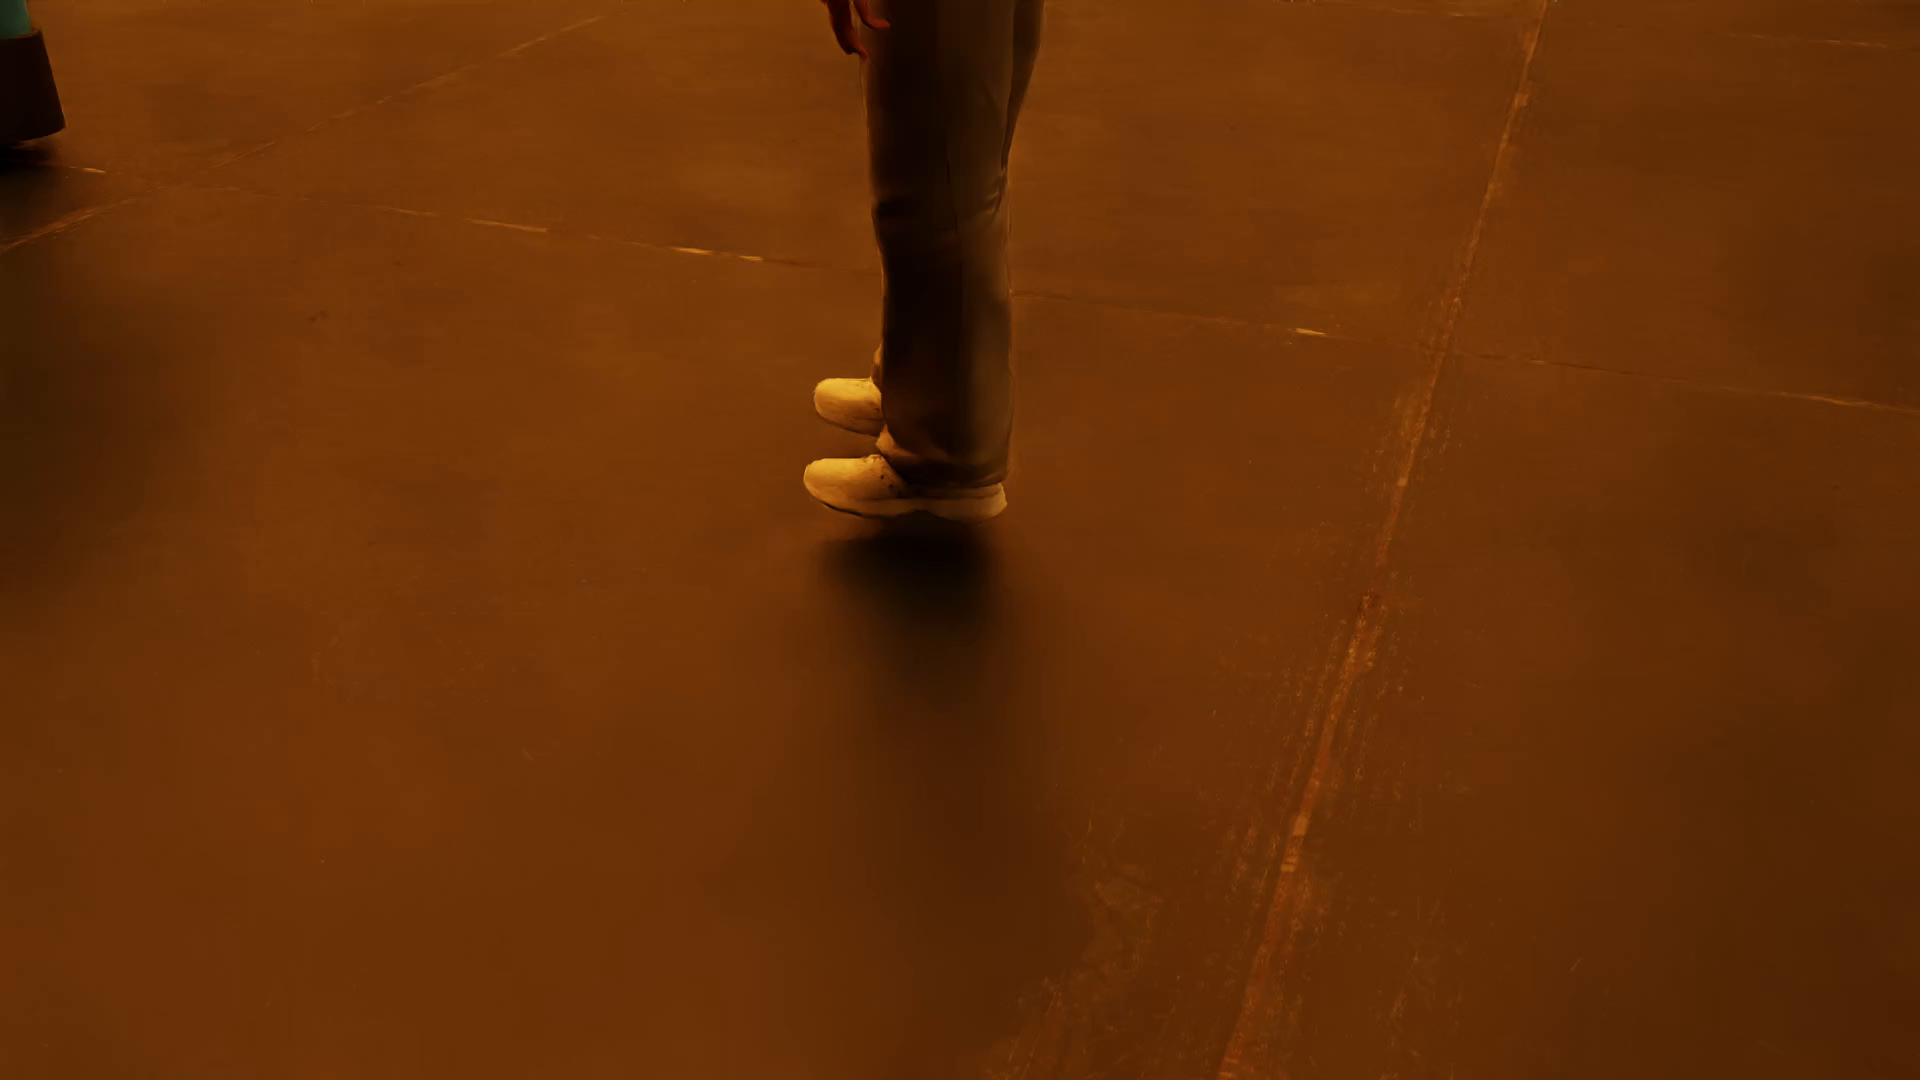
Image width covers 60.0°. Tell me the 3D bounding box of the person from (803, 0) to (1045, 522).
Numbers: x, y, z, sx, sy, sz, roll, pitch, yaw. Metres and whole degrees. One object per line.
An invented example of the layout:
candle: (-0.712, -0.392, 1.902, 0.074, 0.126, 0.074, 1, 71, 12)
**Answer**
person: (-0.064, -0.781, 2.101, 0.549, 1.657, 0.550, 10, 31, 18)

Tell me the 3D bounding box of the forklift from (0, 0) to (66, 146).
forklift: (-3.701, -2.530, 3.992, 3.031, 2.935, 1.130, 23, 37, 34)
